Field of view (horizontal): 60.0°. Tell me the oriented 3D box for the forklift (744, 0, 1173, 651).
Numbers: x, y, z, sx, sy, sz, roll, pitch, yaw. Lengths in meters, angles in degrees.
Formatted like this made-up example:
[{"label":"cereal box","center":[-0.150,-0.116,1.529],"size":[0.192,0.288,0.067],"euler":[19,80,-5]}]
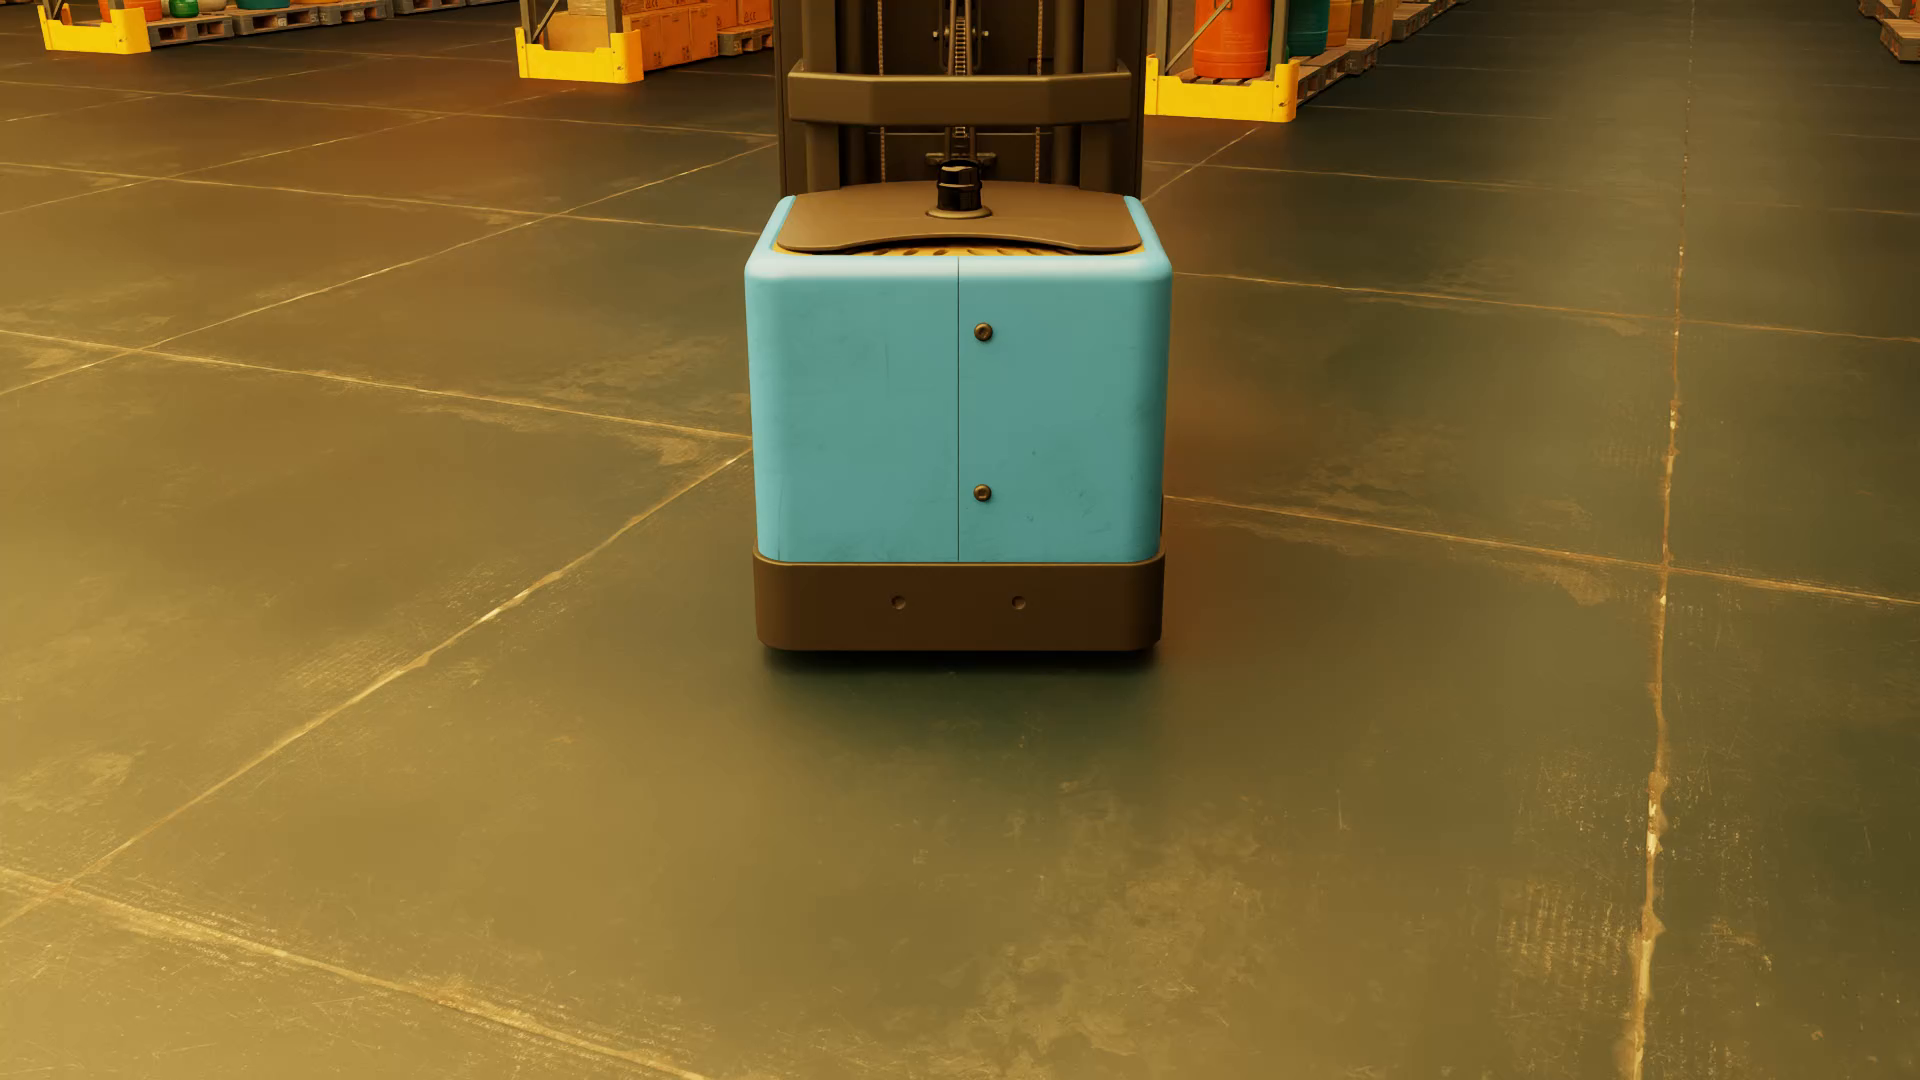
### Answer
[{"label":"forklift","center":[0.002,-1.587,5.089],"size":[1.130,2.935,3.031],"euler":[0,23,0]}]
